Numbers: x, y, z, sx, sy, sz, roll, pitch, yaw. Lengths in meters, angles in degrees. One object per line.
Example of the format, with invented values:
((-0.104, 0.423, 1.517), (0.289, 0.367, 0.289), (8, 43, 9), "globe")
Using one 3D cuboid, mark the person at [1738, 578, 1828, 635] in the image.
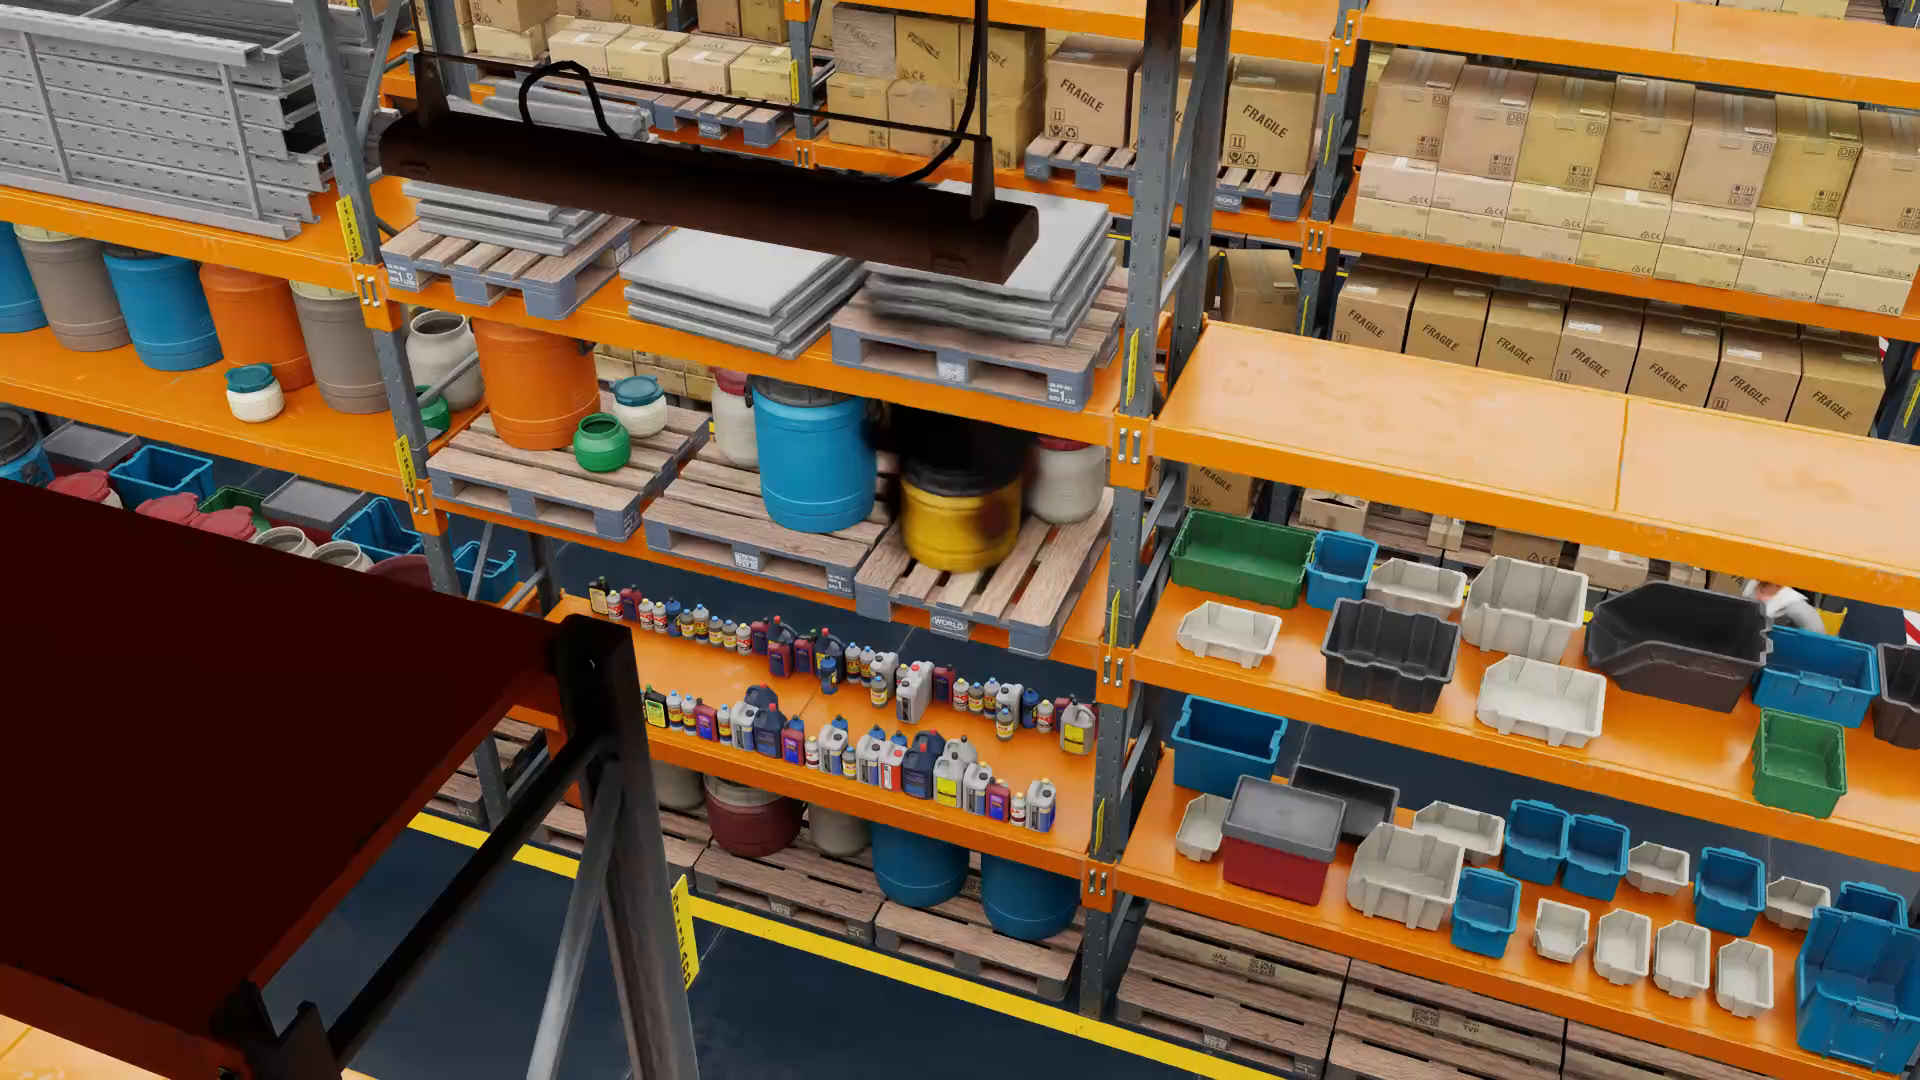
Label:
((5.185, 0.798, 10.837), (0.675, 1.736, 0.738), (-2, 37, -3), "person")
